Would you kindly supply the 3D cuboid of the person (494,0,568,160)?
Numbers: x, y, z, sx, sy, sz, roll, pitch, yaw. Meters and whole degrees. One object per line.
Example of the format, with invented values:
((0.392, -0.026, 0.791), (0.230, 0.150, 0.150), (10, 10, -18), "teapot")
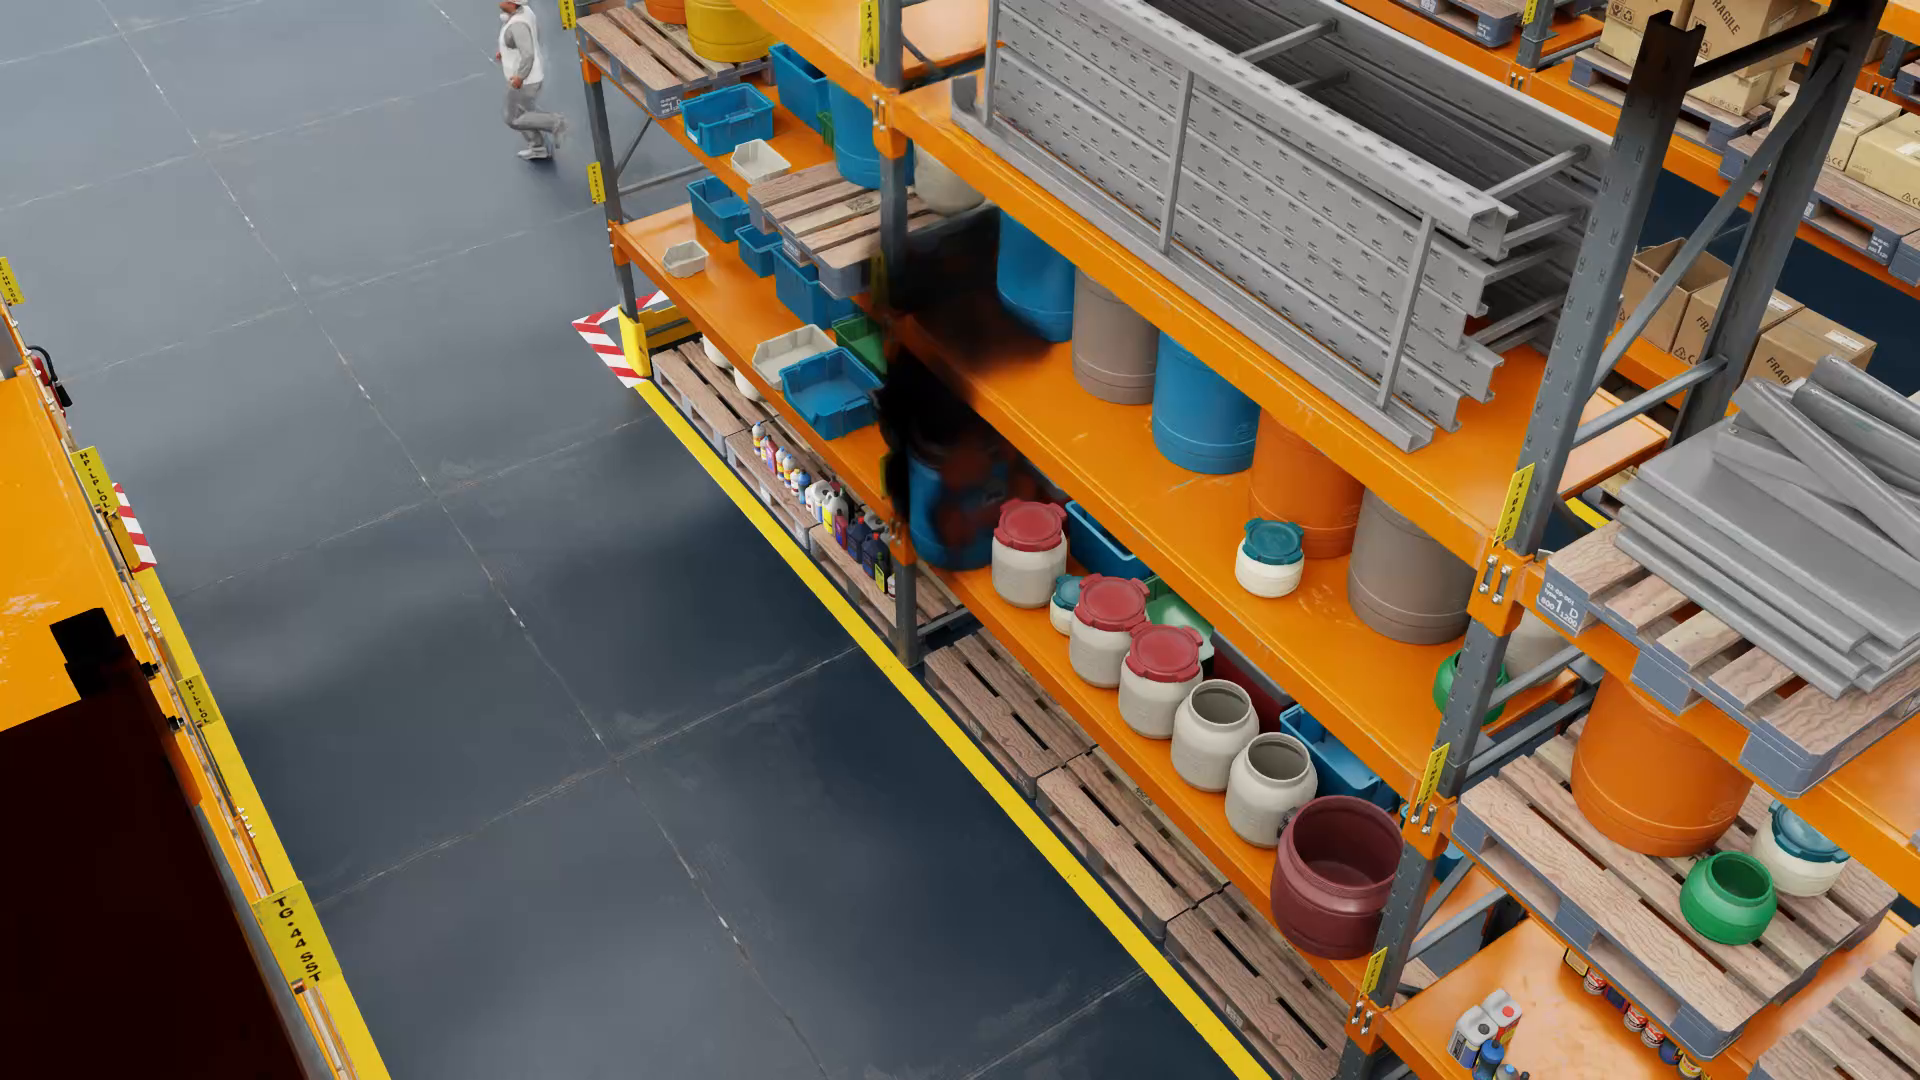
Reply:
((-3.926, -4.246, 15.115), (0.583, 1.734, 0.701), (-5, 43, -6), "person")

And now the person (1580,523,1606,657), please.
((3.830, 0.403, 9.620), (0.631, 1.856, 0.672), (-31, 51, -29), "person")
